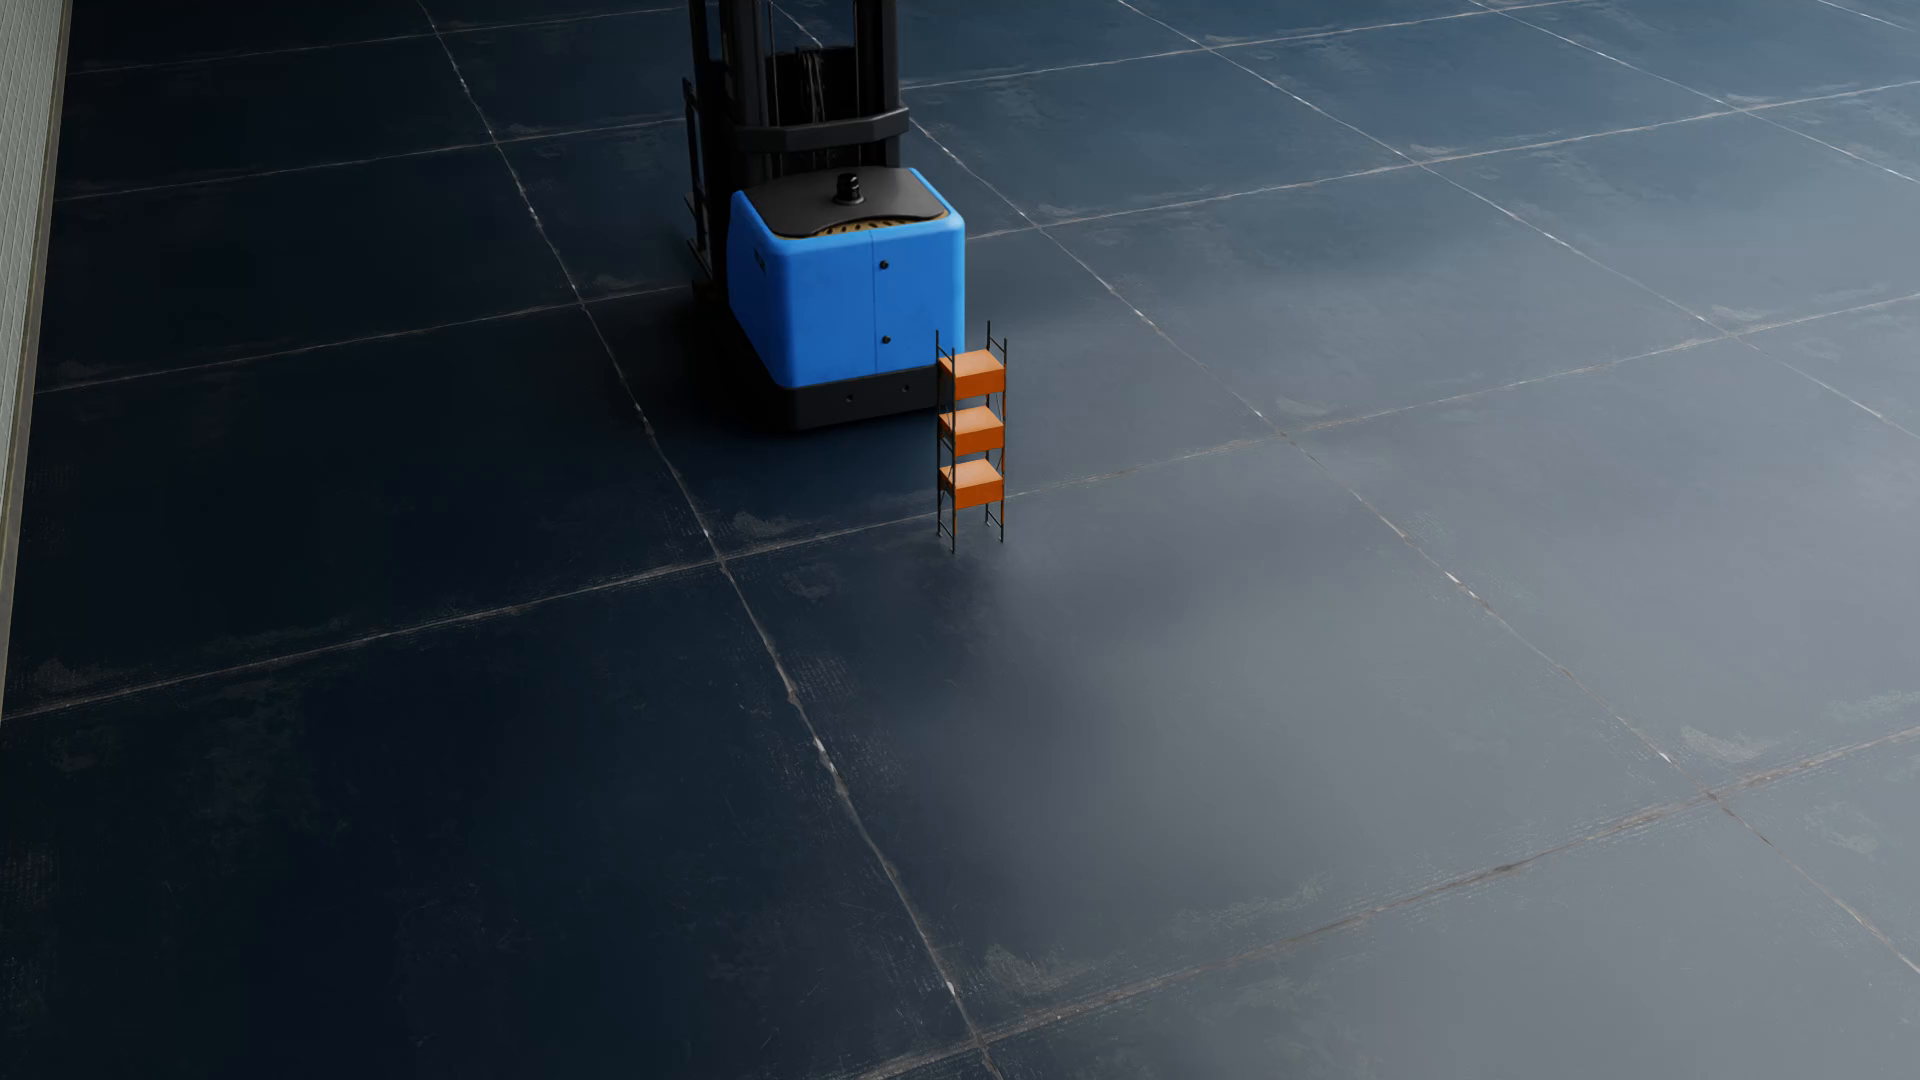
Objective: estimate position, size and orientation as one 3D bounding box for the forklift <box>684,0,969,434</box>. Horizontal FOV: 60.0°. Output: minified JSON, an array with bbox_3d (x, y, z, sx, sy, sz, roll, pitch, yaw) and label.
[{"bbox_3d":[-0.935,-2.565,9.004,1.130,2.935,3.031,-11,35,-17],"label":"forklift"}]

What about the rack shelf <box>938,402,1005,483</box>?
[{"bbox_3d":[0.049,-0.442,7.487,0.240,0.259,0.215,-13,35,-19],"label":"rack shelf"}]

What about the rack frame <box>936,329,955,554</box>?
[{"bbox_3d":[-0.063,-0.426,7.441,0.008,1.050,0.200,-13,35,-19],"label":"rack frame"}]

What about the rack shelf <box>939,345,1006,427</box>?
[{"bbox_3d":[0.049,-0.680,7.332,0.240,0.259,0.215,-13,35,-19],"label":"rack shelf"}]

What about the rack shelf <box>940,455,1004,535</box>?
[{"bbox_3d":[0.049,-0.210,7.638,0.240,0.259,0.215,-13,35,-19],"label":"rack shelf"}]

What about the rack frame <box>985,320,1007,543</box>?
[{"bbox_3d":[0.162,-0.477,7.521,0.008,1.050,0.200,-13,35,-19],"label":"rack frame"}]

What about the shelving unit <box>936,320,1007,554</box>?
[{"bbox_3d":[0.049,-0.451,7.481,0.252,1.050,0.215,-13,35,-19],"label":"shelving unit"}]
